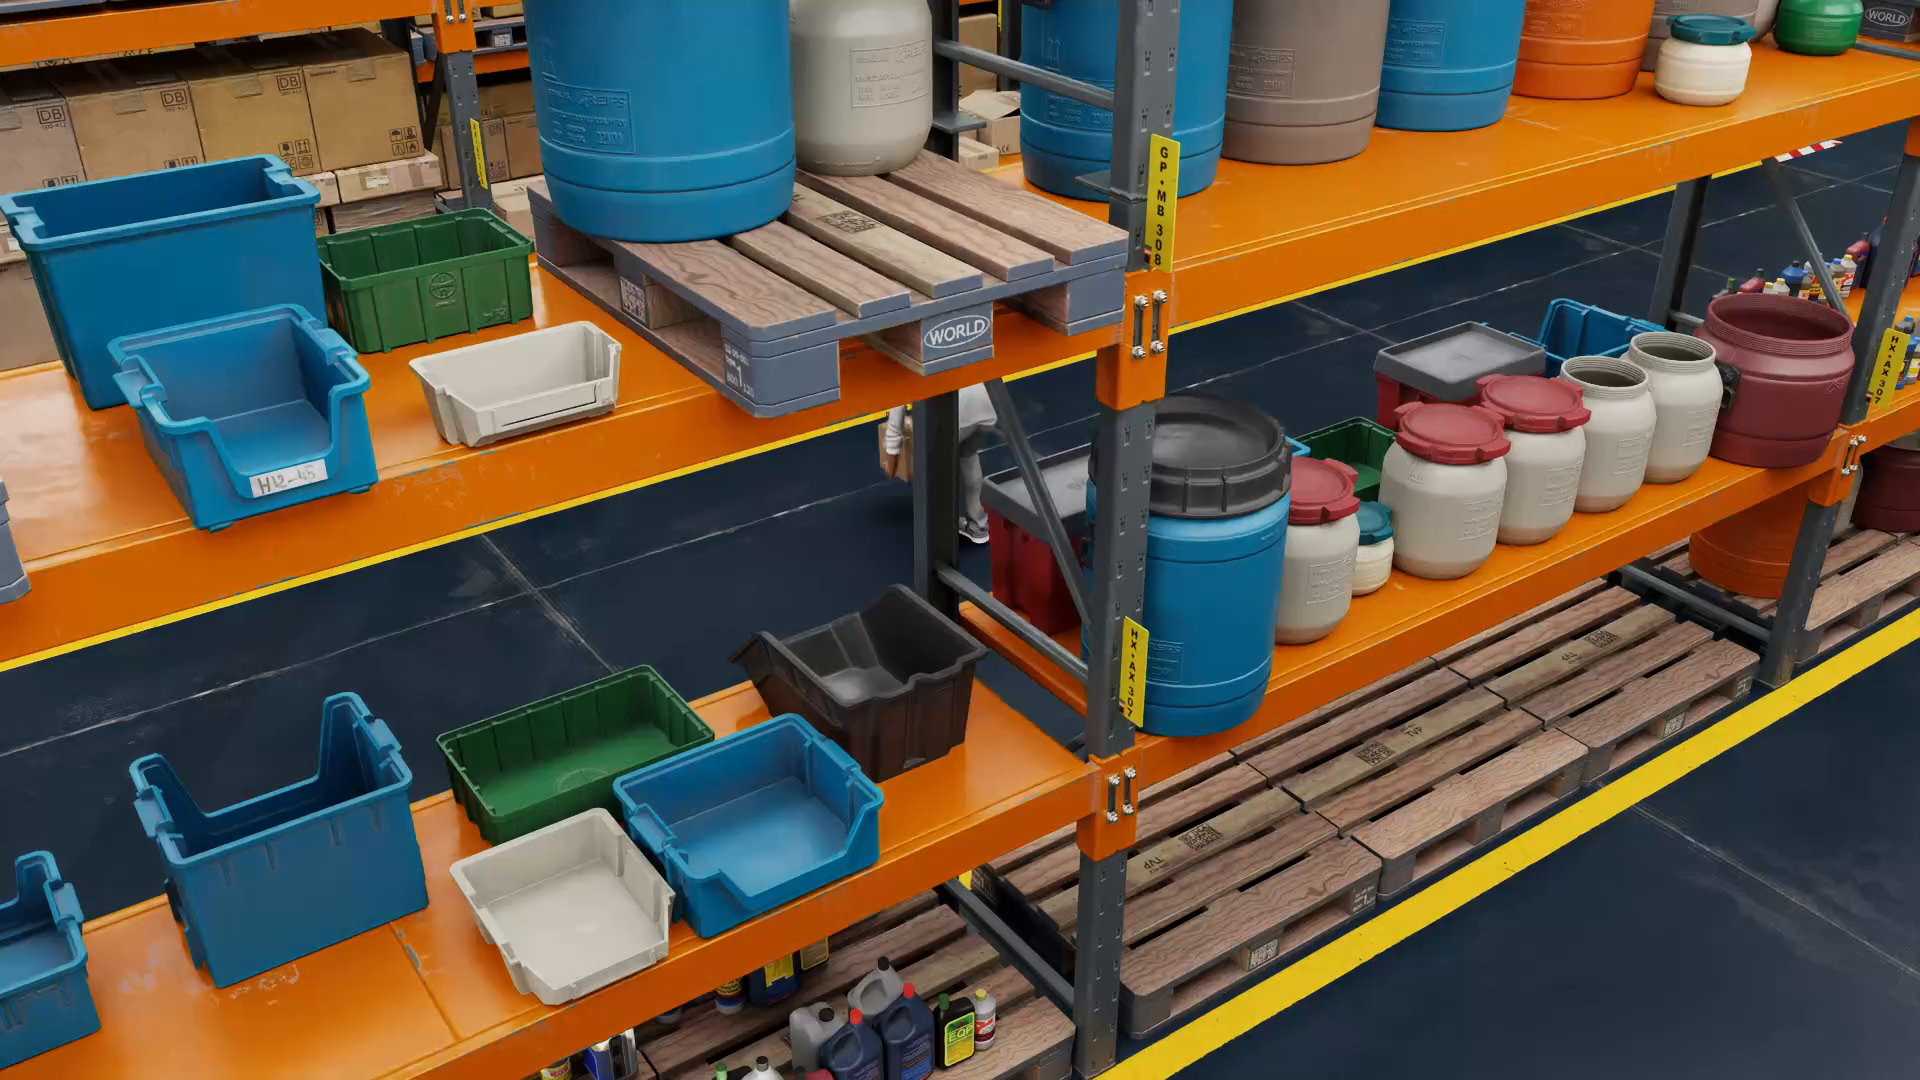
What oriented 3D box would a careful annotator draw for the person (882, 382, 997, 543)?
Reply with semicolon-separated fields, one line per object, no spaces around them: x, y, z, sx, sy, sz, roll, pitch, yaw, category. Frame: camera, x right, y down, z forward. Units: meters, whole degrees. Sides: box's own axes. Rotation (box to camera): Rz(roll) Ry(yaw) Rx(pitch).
-0.141;-0.504;8.661;0.392;1.001;0.871;-20;35;-32;person
